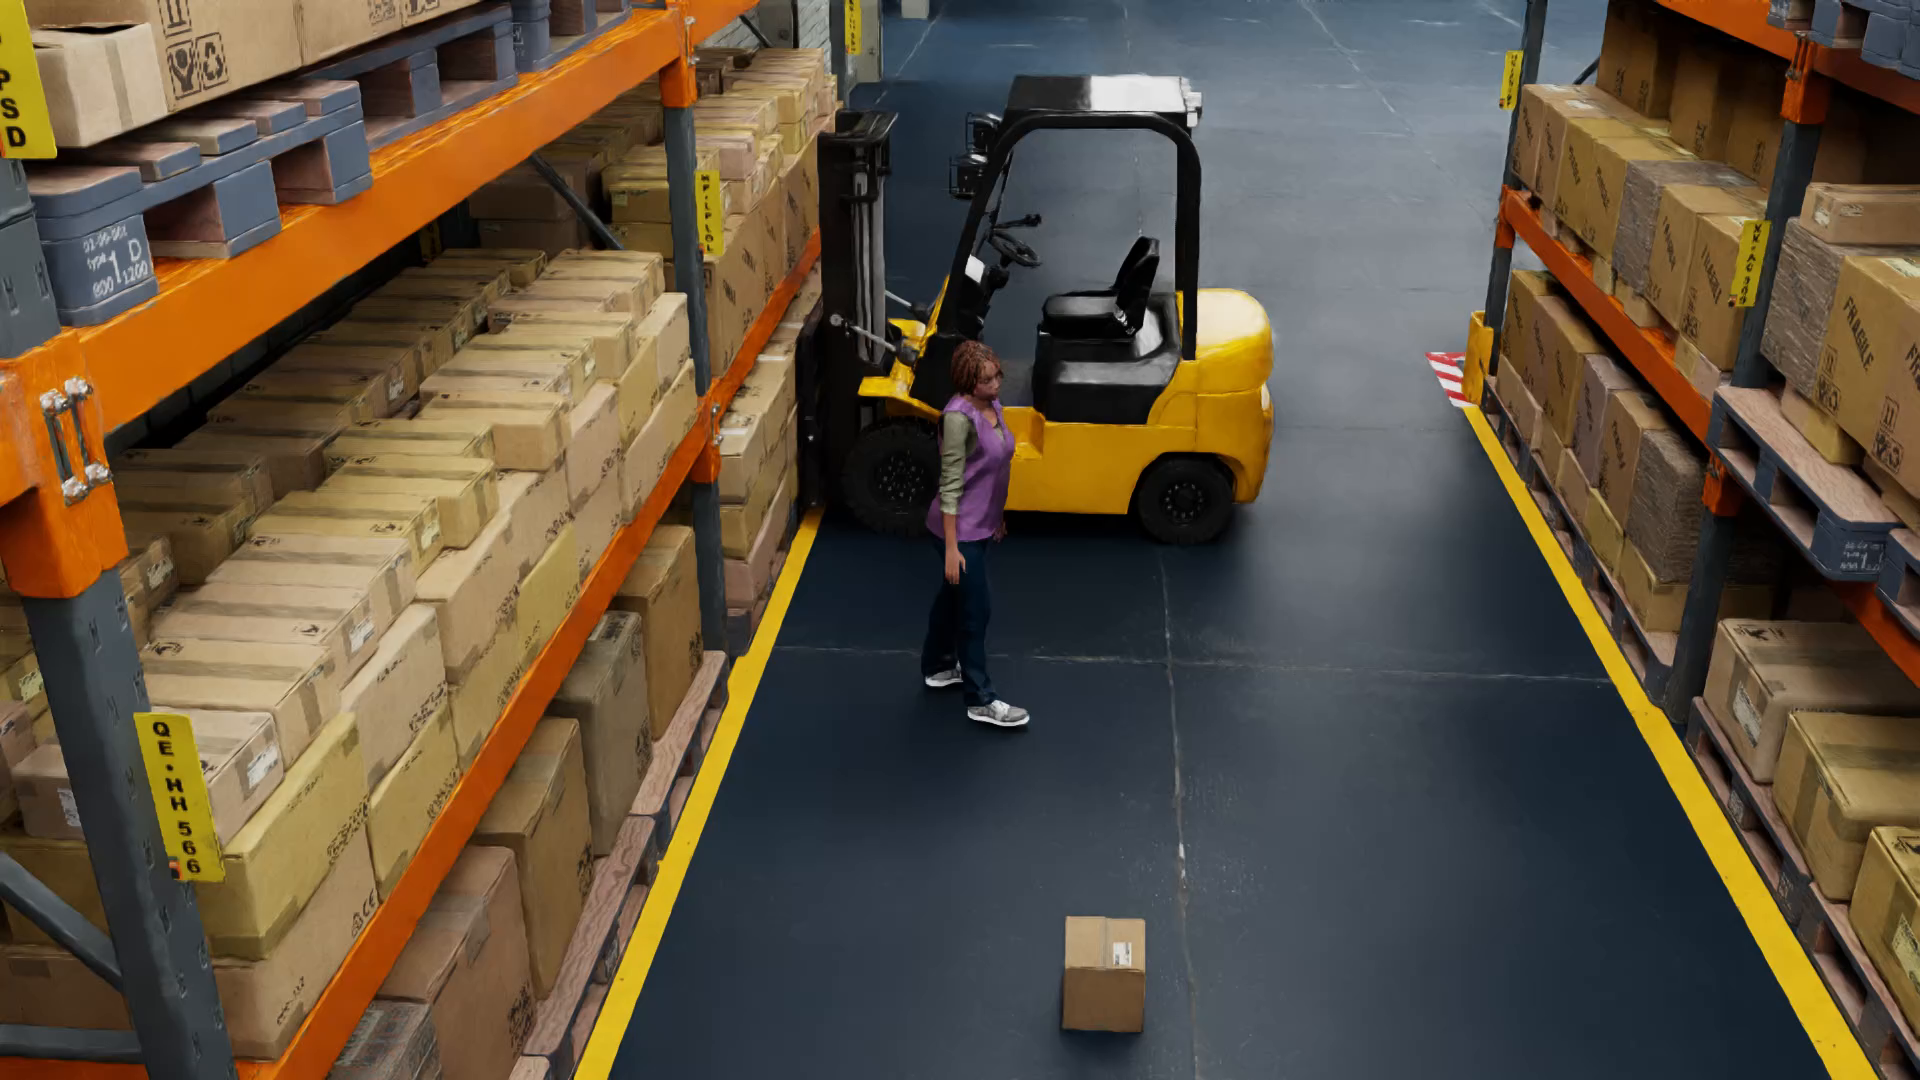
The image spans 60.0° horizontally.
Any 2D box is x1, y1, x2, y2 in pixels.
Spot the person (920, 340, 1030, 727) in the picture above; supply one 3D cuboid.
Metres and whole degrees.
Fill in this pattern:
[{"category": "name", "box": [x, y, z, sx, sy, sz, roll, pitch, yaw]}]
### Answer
[{"category": "person", "box": [0.063, -0.030, 6.625, 0.532, 1.591, 0.550, 7, 26, 15]}]
